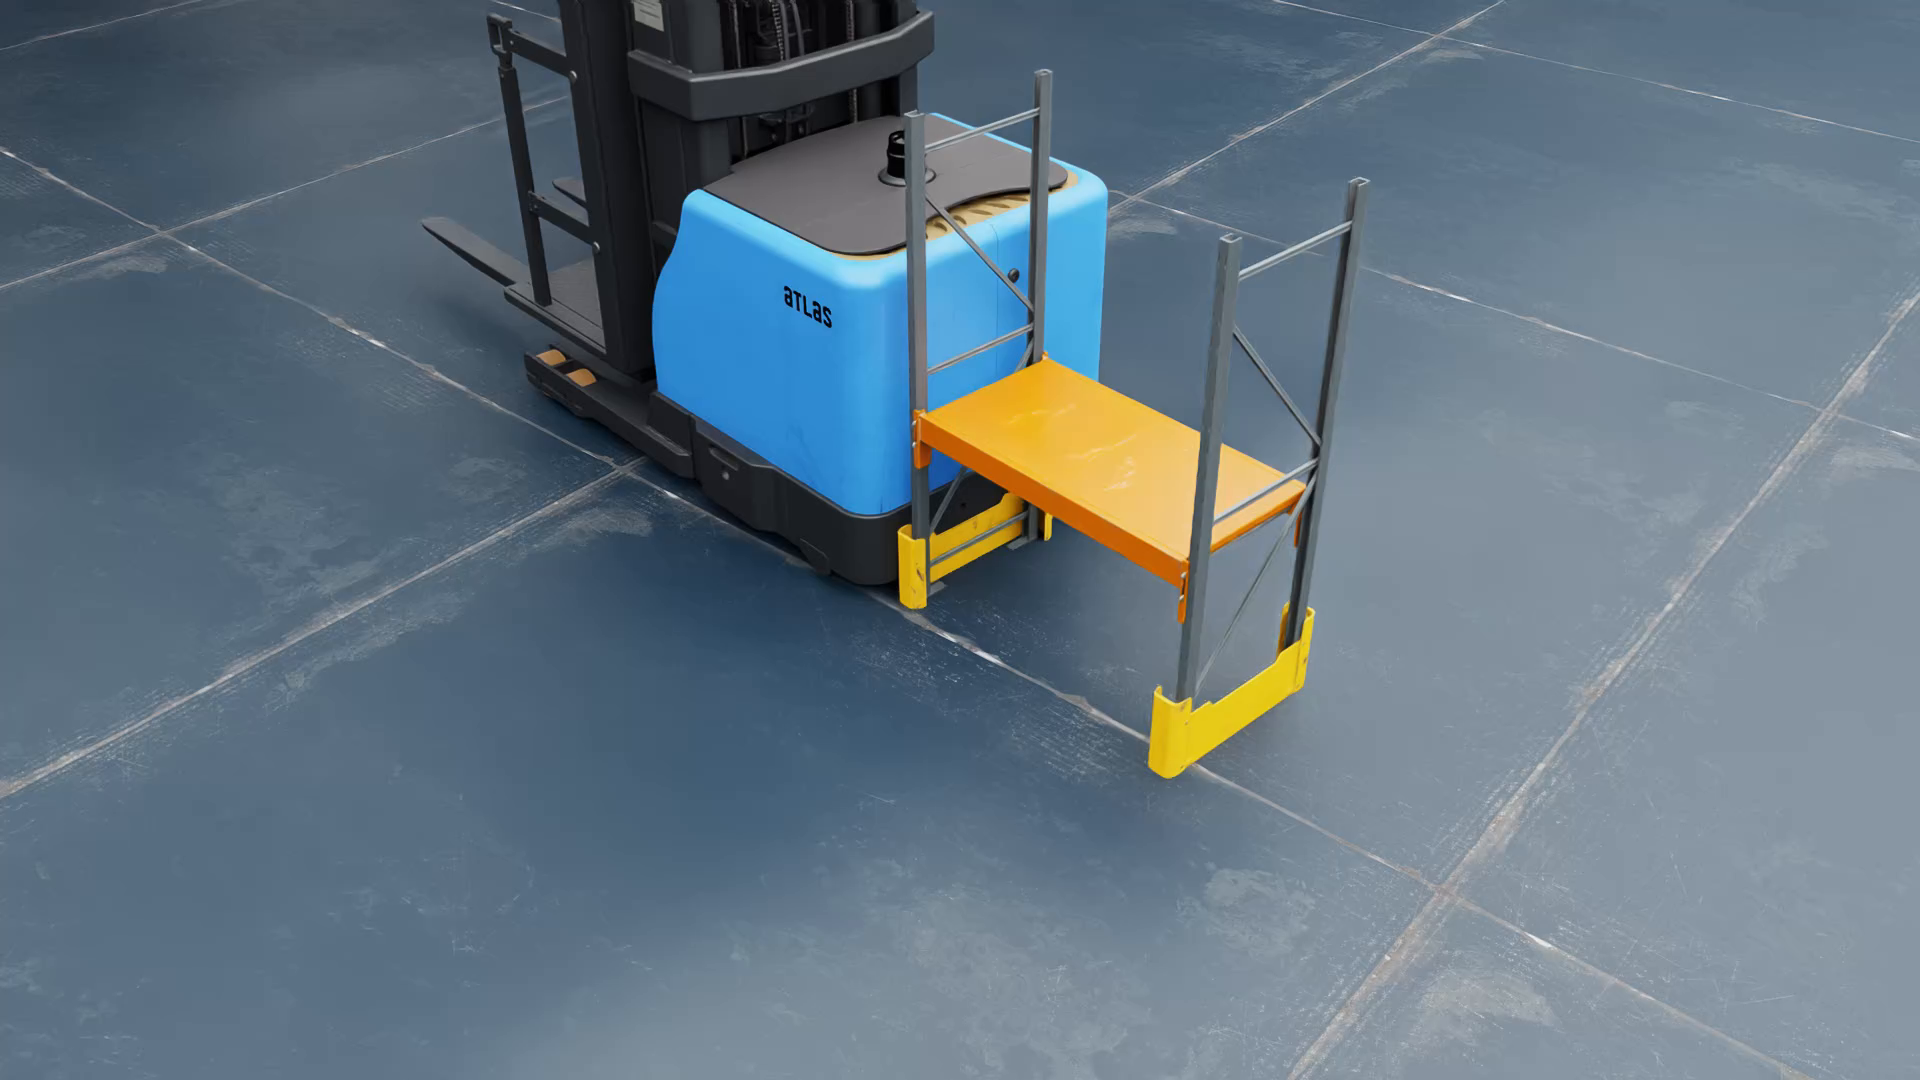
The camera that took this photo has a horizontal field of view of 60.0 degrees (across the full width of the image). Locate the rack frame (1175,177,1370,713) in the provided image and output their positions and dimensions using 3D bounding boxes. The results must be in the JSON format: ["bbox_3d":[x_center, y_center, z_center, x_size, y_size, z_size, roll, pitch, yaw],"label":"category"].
[{"bbox_3d":[0.743,-0.112,4.088,0.500,1.500,0.032,-28,43,-34],"label":"rack frame"}]

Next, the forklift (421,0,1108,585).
[{"bbox_3d":[-0.914,-1.820,5.311,1.130,2.935,3.031,-28,43,-34],"label":"forklift"}]

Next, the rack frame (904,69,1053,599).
[{"bbox_3d":[0.053,-0.534,4.703,0.500,1.500,0.032,-28,43,-34],"label":"rack frame"}]

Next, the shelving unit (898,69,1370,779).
[{"bbox_3d":[0.392,-0.327,4.401,0.587,1.500,1.083,-28,43,-34],"label":"shelving unit"}]

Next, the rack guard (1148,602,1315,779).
[{"bbox_3d":[0.730,0.395,4.454,0.587,0.250,0.087,-28,43,-34],"label":"rack guard"}]

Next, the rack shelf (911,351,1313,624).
[{"bbox_3d":[0.398,-0.175,4.497,0.538,0.185,1.000,-28,43,-34],"label":"rack shelf"}]

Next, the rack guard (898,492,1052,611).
[{"bbox_3d":[0.054,-0.018,5.056,0.587,0.250,0.087,-28,43,-34],"label":"rack guard"}]
